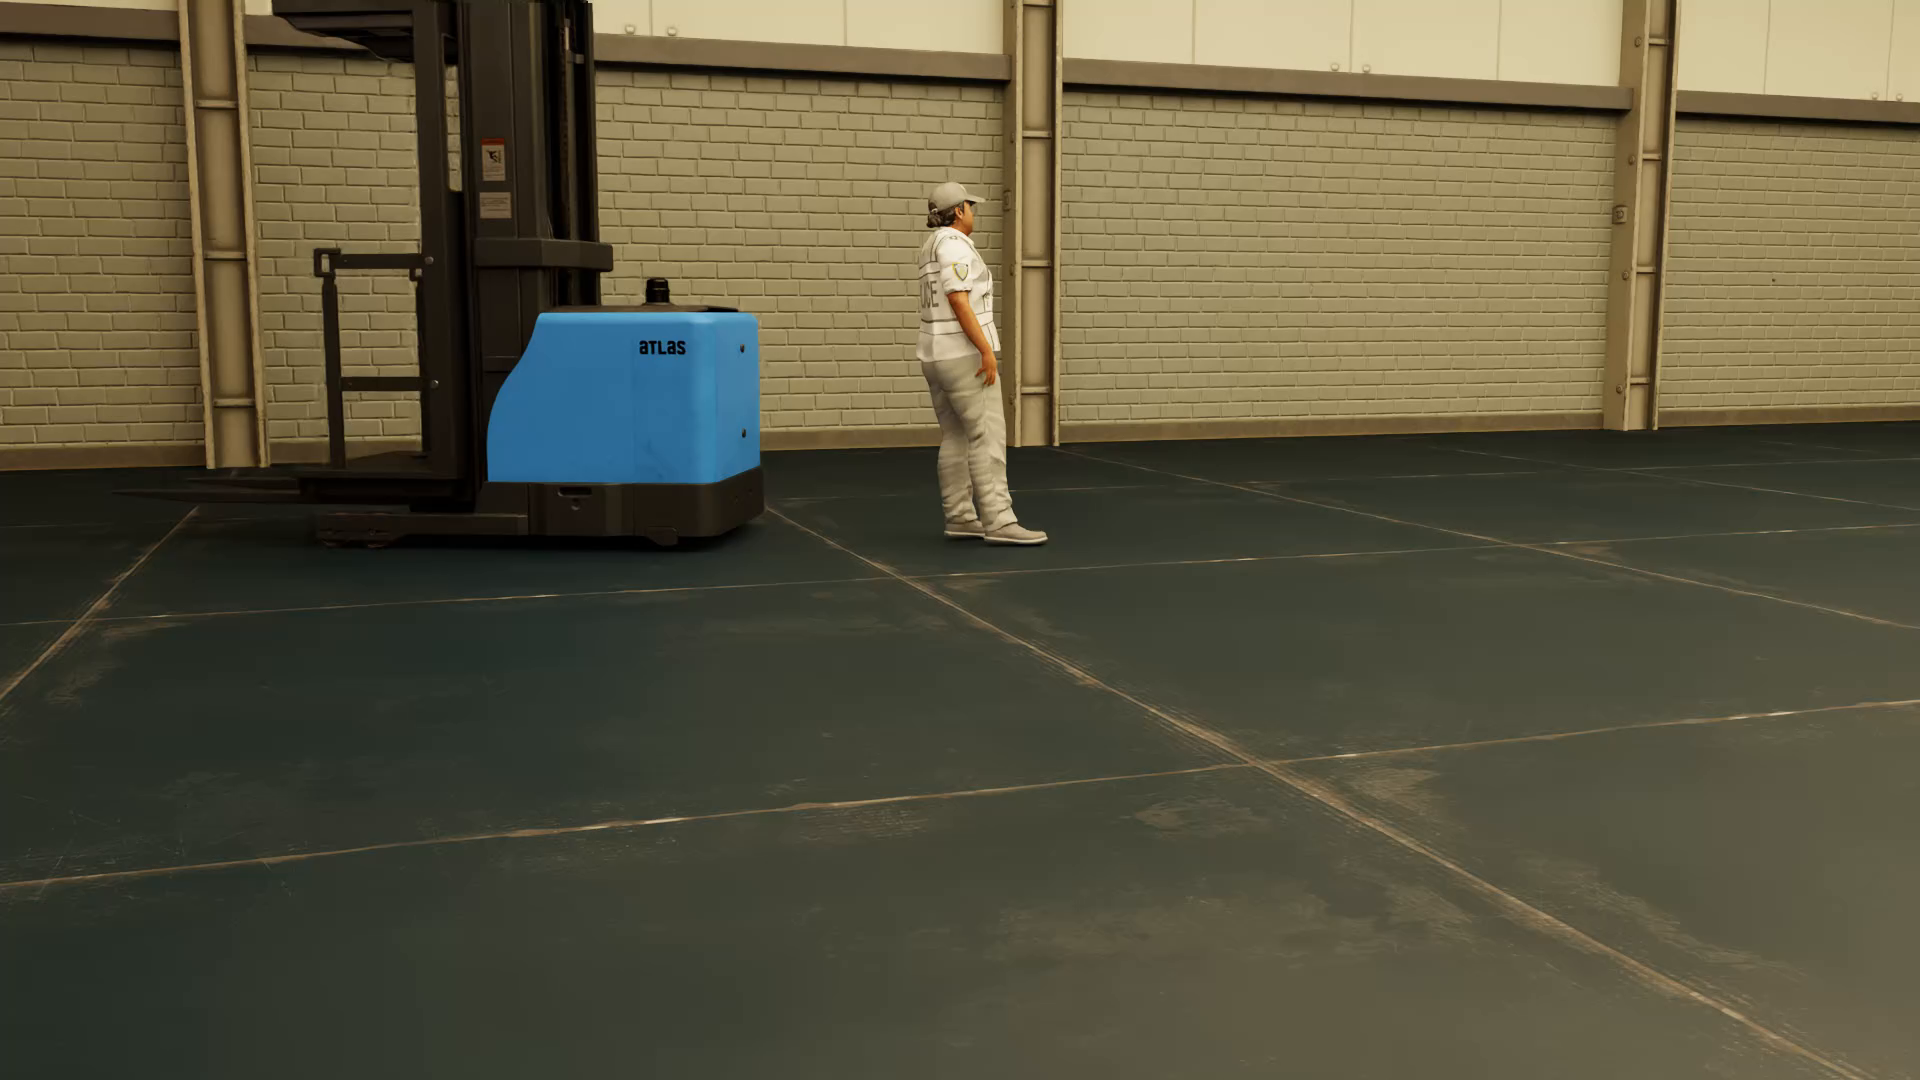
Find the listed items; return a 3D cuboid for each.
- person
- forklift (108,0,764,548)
[{"bbox_3d":[0.080,-0.834,7.813,0.529,1.670,0.597,-3,8,-18],"label":"person"},{"bbox_3d":[-2.543,-1.484,7.961,3.031,2.935,1.130,1,8,6],"label":"forklift"}]
